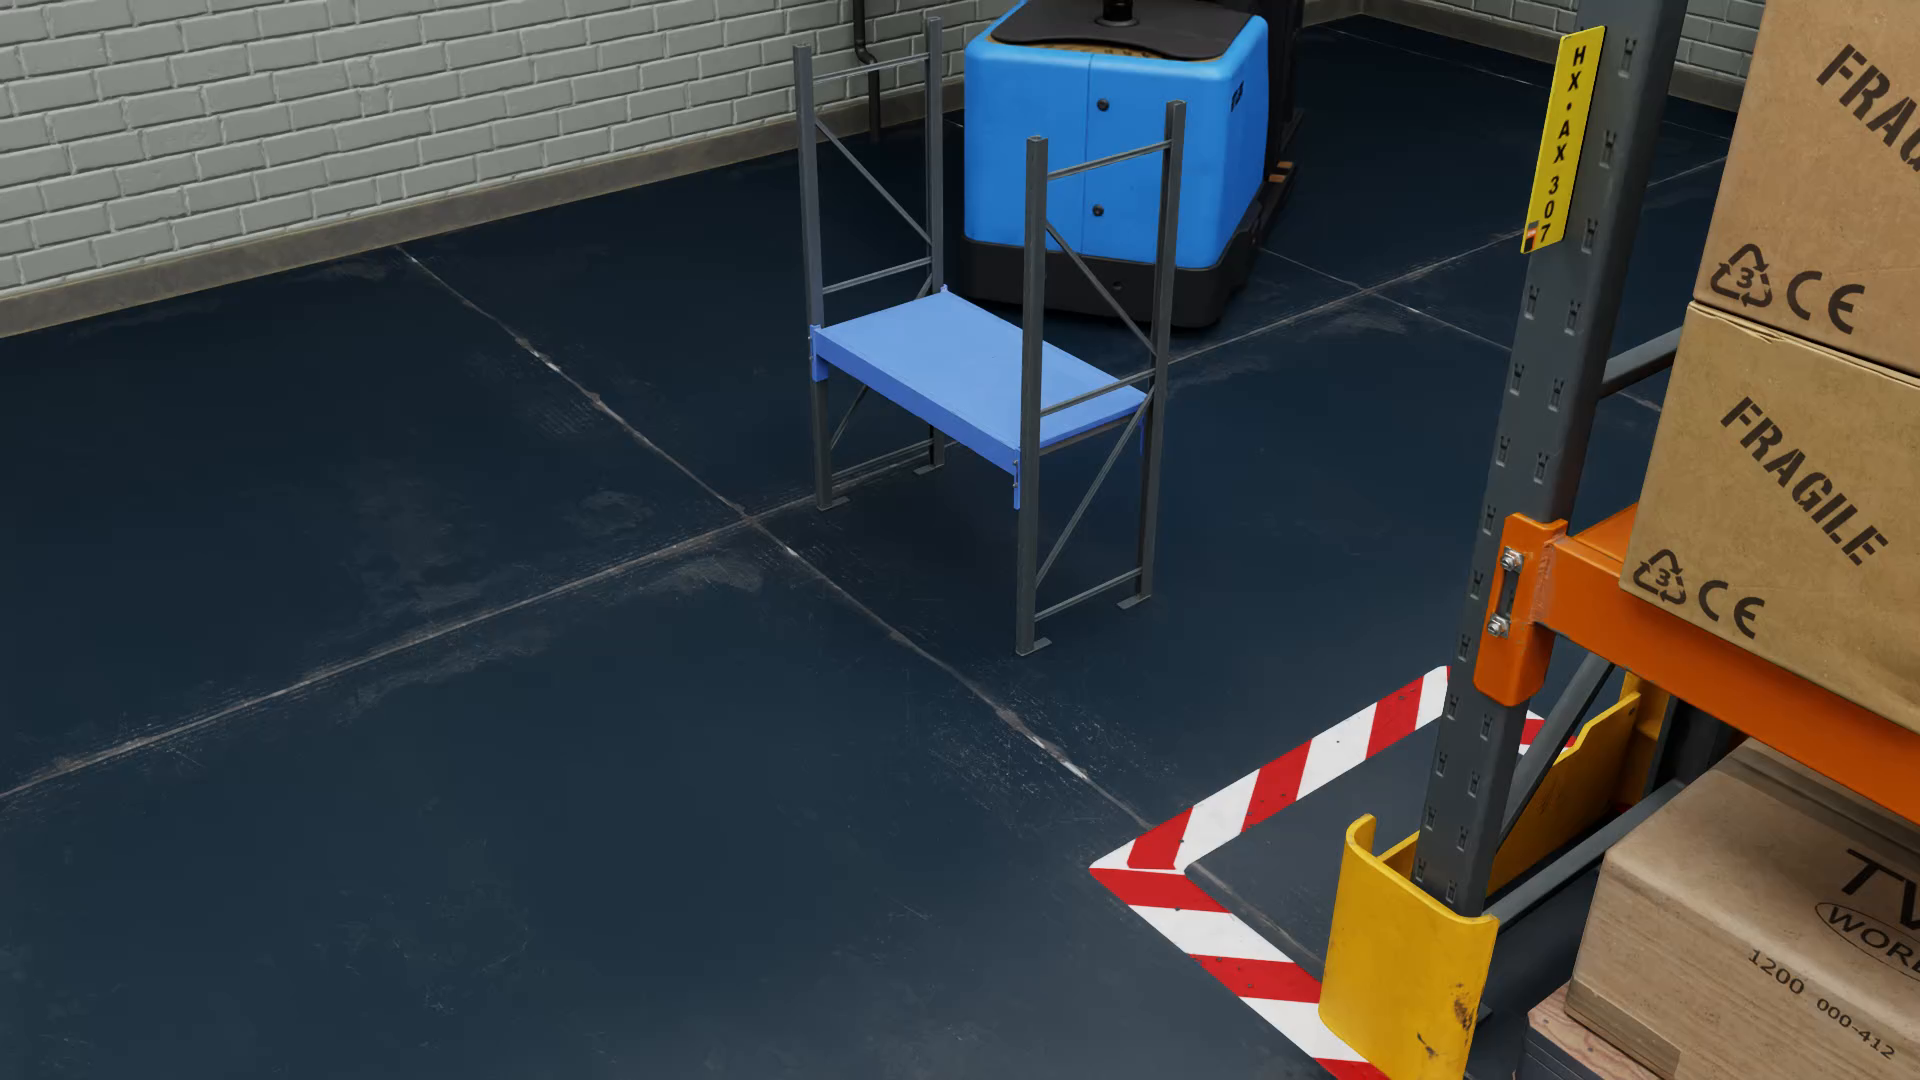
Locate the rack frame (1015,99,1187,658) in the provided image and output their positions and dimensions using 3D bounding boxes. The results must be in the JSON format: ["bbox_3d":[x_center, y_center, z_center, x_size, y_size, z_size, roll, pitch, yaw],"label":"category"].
[{"bbox_3d":[0.364,-0.390,4.456,0.500,1.500,0.032,-22,38,-31],"label":"rack frame"}]

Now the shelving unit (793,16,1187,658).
[{"bbox_3d":[0.052,-0.602,4.797,0.538,1.500,1.048,-22,38,-31],"label":"shelving unit"}]

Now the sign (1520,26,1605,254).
[{"bbox_3d":[0.889,-0.587,2.456,0.100,0.325,0.005,-22,38,-31],"label":"sign"}]

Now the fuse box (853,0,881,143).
[{"bbox_3d":[-0.396,-2.776,8.099,0.539,1.711,0.414,-22,38,-31],"label":"fuse box"}]

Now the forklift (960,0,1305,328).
[{"bbox_3d":[0.964,-2.835,7.037,1.130,2.935,3.031,10,33,16],"label":"forklift"}]

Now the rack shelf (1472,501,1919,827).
[{"bbox_3d":[2.557,0.777,1.838,1.077,0.370,4.000,-22,38,-31],"label":"rack shelf"}]

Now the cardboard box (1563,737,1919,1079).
[{"bbox_3d":[1.815,0.790,3.165,0.875,0.438,0.875,-24,39,-33],"label":"cardboard box"}]

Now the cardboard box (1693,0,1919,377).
[{"bbox_3d":[1.400,-0.538,2.230,0.500,0.500,0.500,-23,39,-32],"label":"cardboard box"}]

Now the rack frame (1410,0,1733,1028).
[{"bbox_3d":[1.331,-0.363,2.991,1.000,3.000,0.127,-22,38,-31],"label":"rack frame"}]

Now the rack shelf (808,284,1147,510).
[{"bbox_3d":[0.052,-0.449,4.892,0.538,0.185,1.000,-22,38,-31],"label":"rack shelf"}]

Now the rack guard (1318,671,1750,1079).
[{"bbox_3d":[1.316,0.689,3.666,1.175,0.500,0.348,-22,38,-31],"label":"rack guard"}]

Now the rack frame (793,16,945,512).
[{"bbox_3d":[-0.259,-0.813,5.138,0.500,1.500,0.032,-22,38,-31],"label":"rack frame"}]

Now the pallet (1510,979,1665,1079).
[{"bbox_3d":[1.883,1.130,3.231,1.003,0.211,1.213,-22,38,-31],"label":"pallet"}]

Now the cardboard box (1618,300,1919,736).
[{"bbox_3d":[1.399,-0.112,2.493,0.500,0.500,0.500,-23,38,-32],"label":"cardboard box"}]
